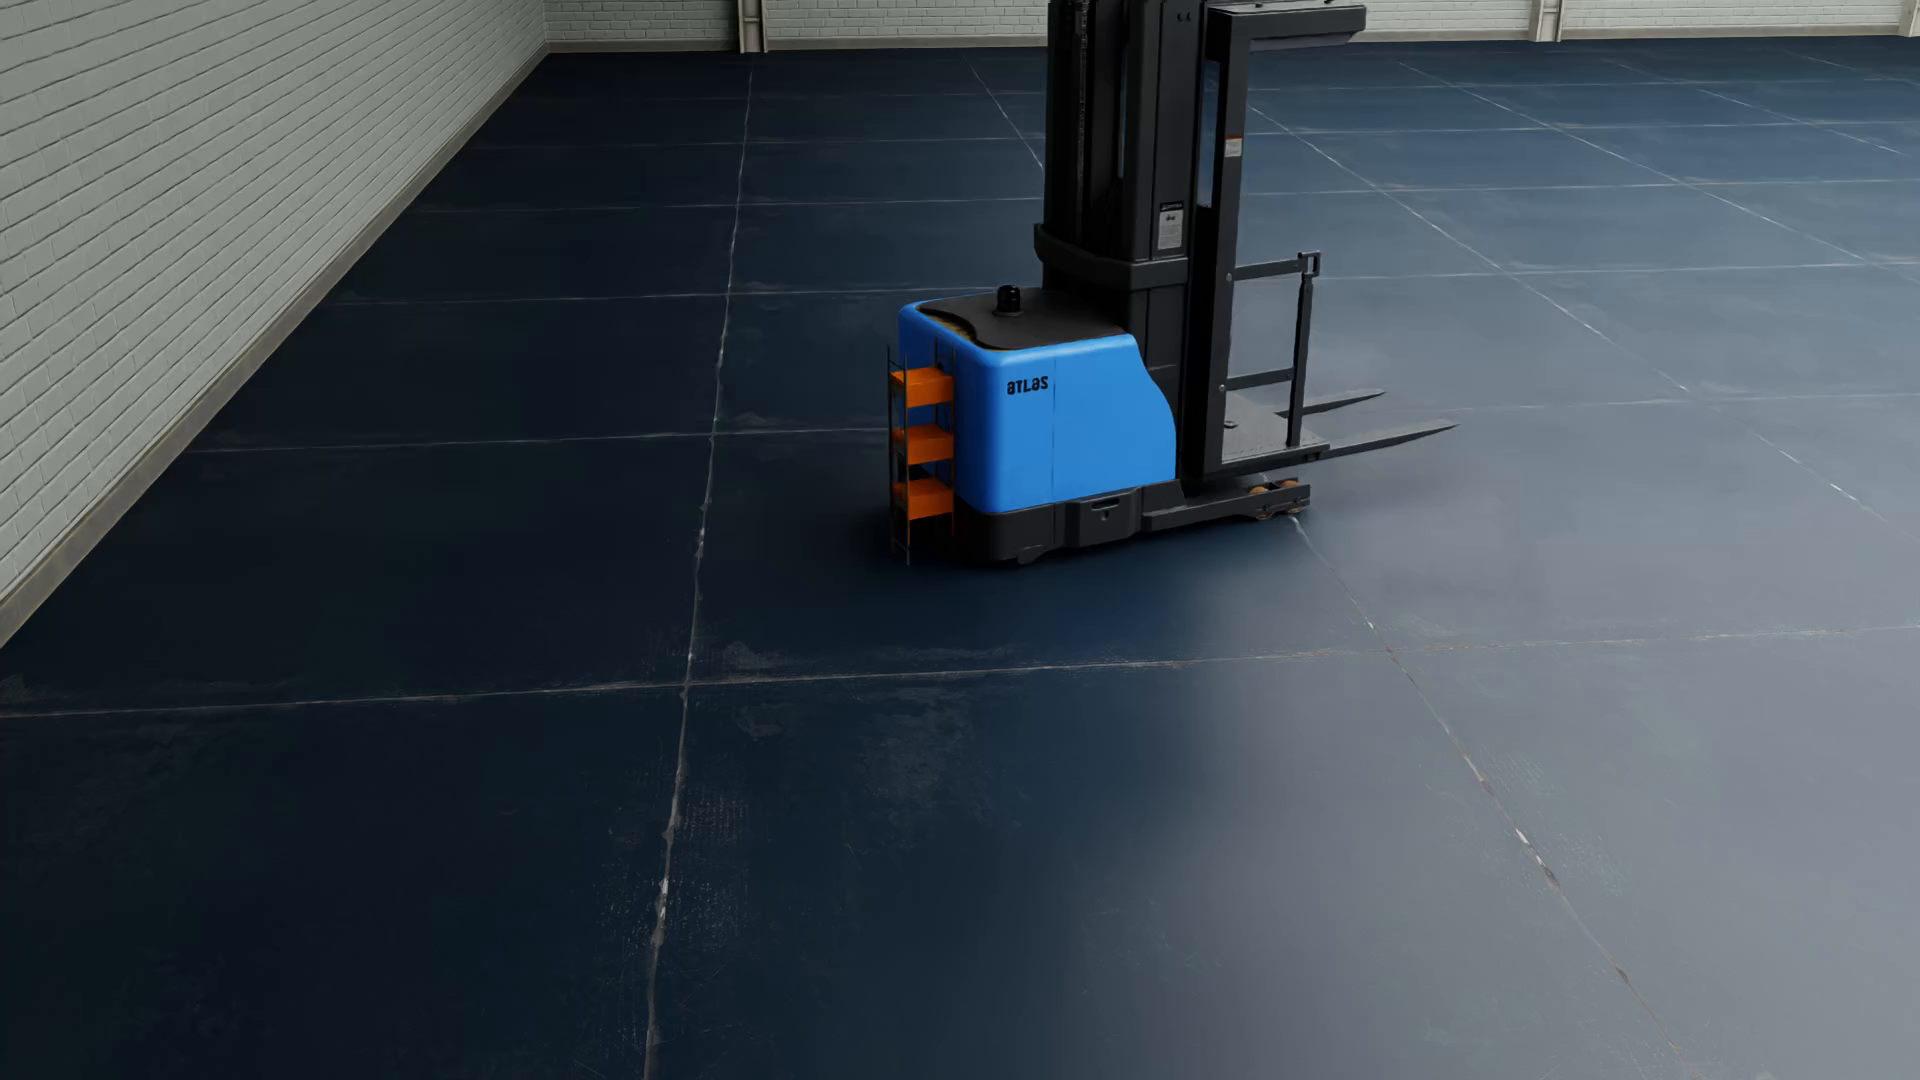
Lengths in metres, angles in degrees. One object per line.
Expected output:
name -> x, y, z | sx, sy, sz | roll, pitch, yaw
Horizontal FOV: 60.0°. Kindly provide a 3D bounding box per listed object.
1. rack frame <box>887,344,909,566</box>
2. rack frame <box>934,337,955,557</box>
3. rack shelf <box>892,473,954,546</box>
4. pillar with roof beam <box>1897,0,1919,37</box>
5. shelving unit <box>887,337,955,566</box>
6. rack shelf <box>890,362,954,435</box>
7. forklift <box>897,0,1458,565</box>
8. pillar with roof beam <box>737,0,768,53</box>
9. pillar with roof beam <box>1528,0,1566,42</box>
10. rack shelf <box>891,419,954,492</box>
rack frame -> -0.291, -0.392, 7.839 | 0.008, 1.050, 0.200 | -11, 26, -24
rack frame -> -0.072, -0.436, 7.938 | 0.008, 1.050, 0.200 | -11, 26, -24
rack shelf -> -0.182, -0.150, 8.006 | 0.240, 0.259, 0.215 | -11, 26, -24
pillar with roof beam -> 15.319, -10.245, 20.220 | 0.400, 9.000, 9.100 | -2, 24, -5
shelving unit -> -0.182, -0.414, 7.888 | 0.252, 1.050, 0.215 | -11, 26, -24
rack shelf -> -0.182, -0.663, 7.777 | 0.240, 0.259, 0.215 | -11, 26, -24
forklift -> 1.233, -1.621, 8.289 | 3.031, 2.935, 1.130 | -11, 26, -24
pillar with roof beam -> -2.594, -9.526, 18.604 | 0.400, 9.000, 9.100 | -2, 24, -5
pillar with roof beam -> 9.348, -10.006, 19.682 | 0.400, 9.000, 9.100 | -2, 24, -5
rack shelf -> -0.182, -0.404, 7.893 | 0.240, 0.259, 0.215 | -11, 26, -24
